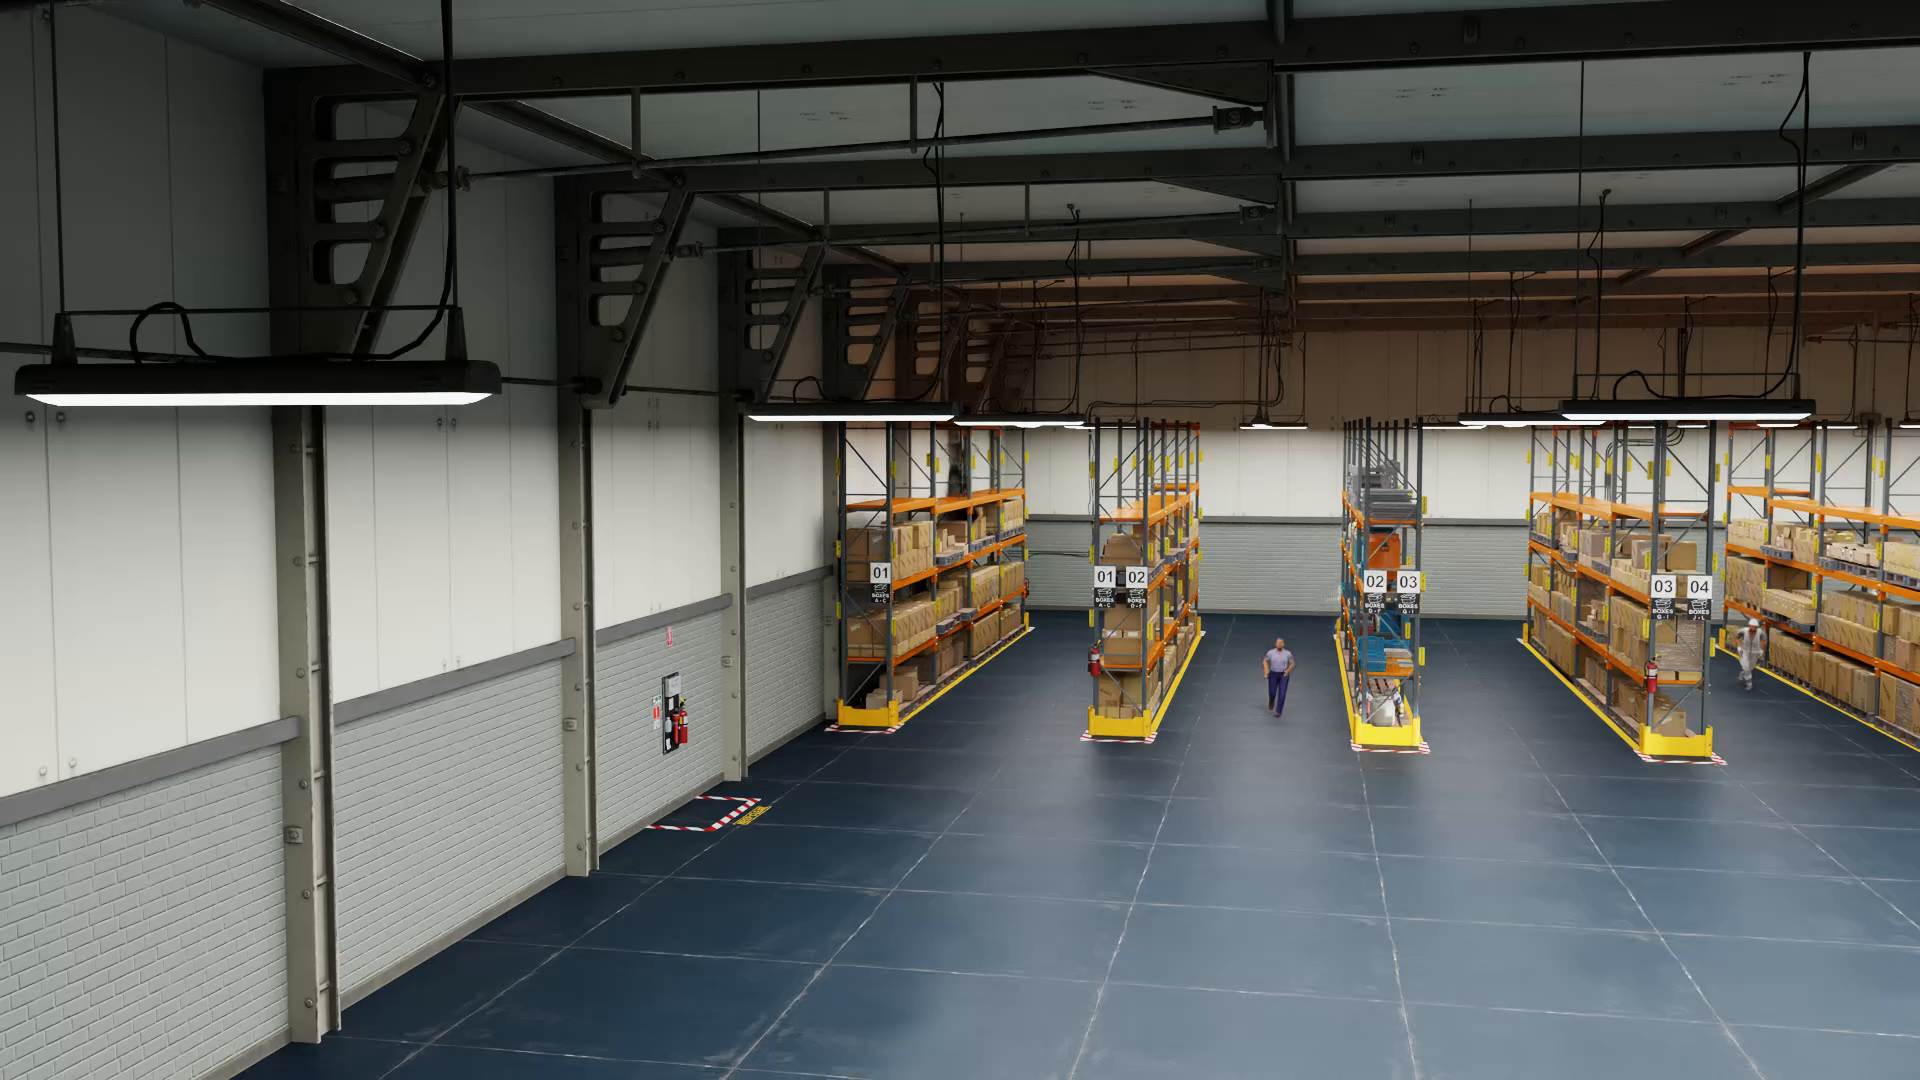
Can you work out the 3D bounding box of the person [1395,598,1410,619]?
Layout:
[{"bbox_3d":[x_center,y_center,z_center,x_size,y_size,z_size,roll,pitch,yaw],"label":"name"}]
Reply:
[{"bbox_3d":[12.696,1.831,47.677,0.493,1.659,0.719,2,4,33],"label":"person"}]

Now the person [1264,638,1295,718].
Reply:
[{"bbox_3d":[6.413,2.771,33.428,0.620,1.590,0.534,1,4,11],"label":"person"}]

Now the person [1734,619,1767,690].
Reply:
[{"bbox_3d":[17.627,2.528,37.121,0.663,1.618,1.091,1,4,16],"label":"person"}]

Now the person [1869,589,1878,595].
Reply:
[{"bbox_3d":[25.386,1.888,46.053,0.769,1.750,0.583,-1,4,-12],"label":"person"}]
